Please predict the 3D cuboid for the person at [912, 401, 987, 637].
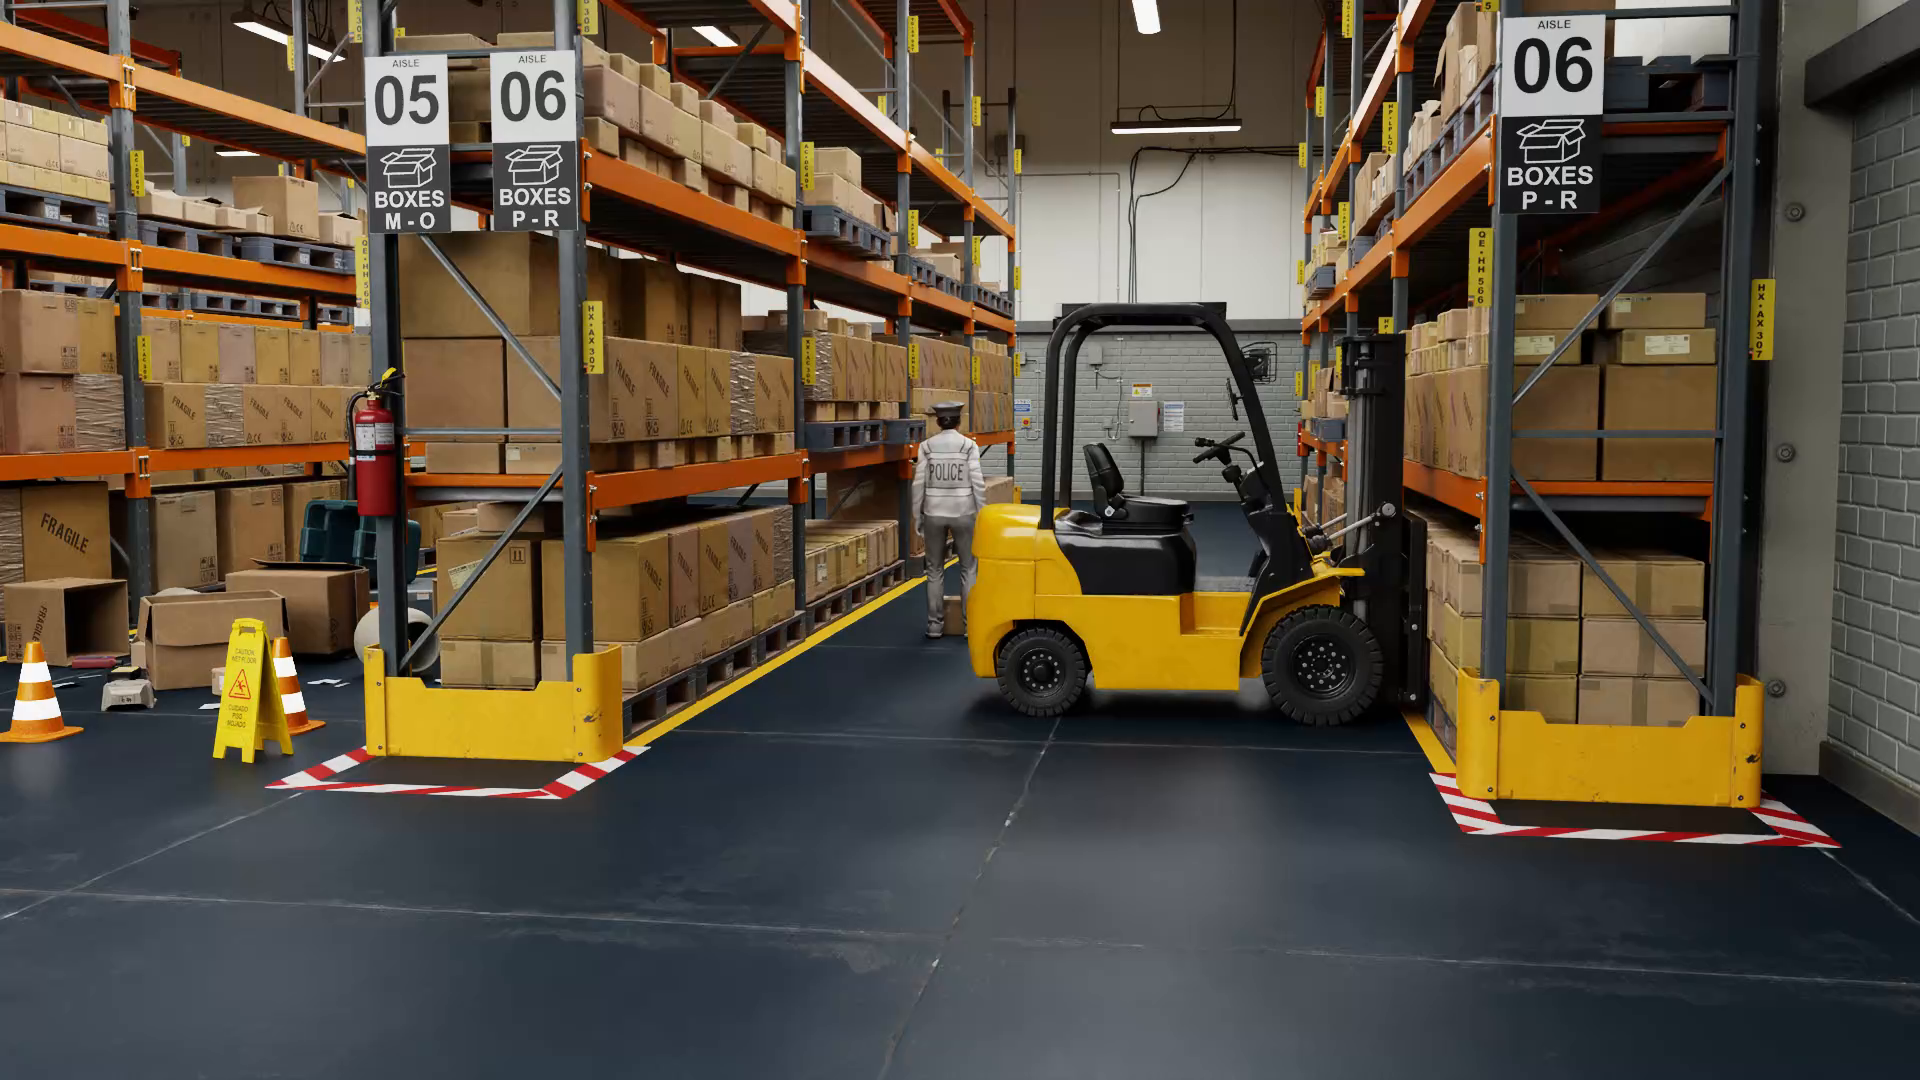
[{"bbox_3d":[-0.071,-0.145,11.679,0.529,1.663,0.372,1,5,8],"label":"person"}]
